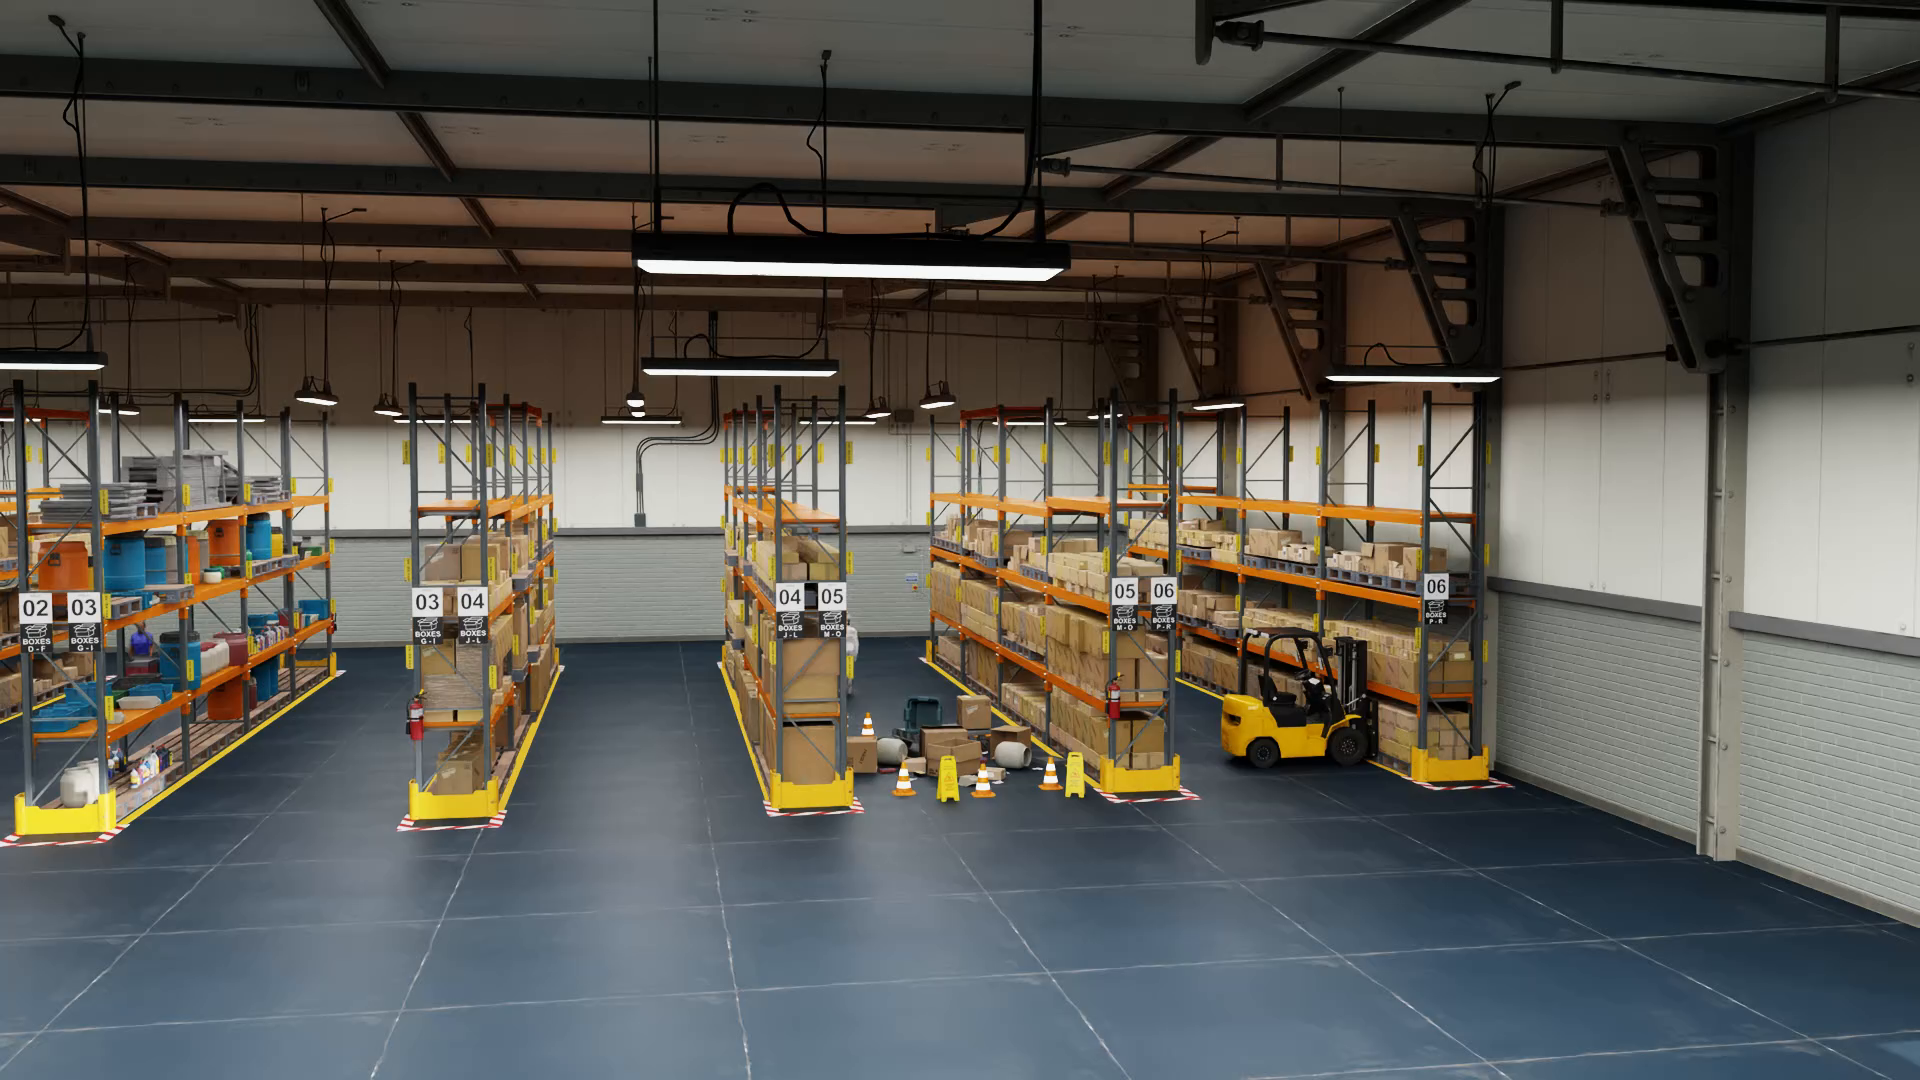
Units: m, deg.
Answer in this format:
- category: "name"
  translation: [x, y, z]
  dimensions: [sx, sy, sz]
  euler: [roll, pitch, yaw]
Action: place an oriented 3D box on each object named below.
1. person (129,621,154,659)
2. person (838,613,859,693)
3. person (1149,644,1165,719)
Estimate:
- category: "person"
  translation: [-16.749, 2.453, 33.977]
  dimensions: [0.500, 1.607, 0.954]
  euler: [-1, 3, -27]
- category: "person"
  translation: [-2.383, 2.415, 34.985]
  dimensions: [0.522, 1.741, 0.579]
  euler: [-1, 3, -15]
- category: "person"
  translation: [3.619, 2.696, 30.838]
  dimensions: [0.523, 1.498, 0.755]
  euler: [0, 3, -8]
